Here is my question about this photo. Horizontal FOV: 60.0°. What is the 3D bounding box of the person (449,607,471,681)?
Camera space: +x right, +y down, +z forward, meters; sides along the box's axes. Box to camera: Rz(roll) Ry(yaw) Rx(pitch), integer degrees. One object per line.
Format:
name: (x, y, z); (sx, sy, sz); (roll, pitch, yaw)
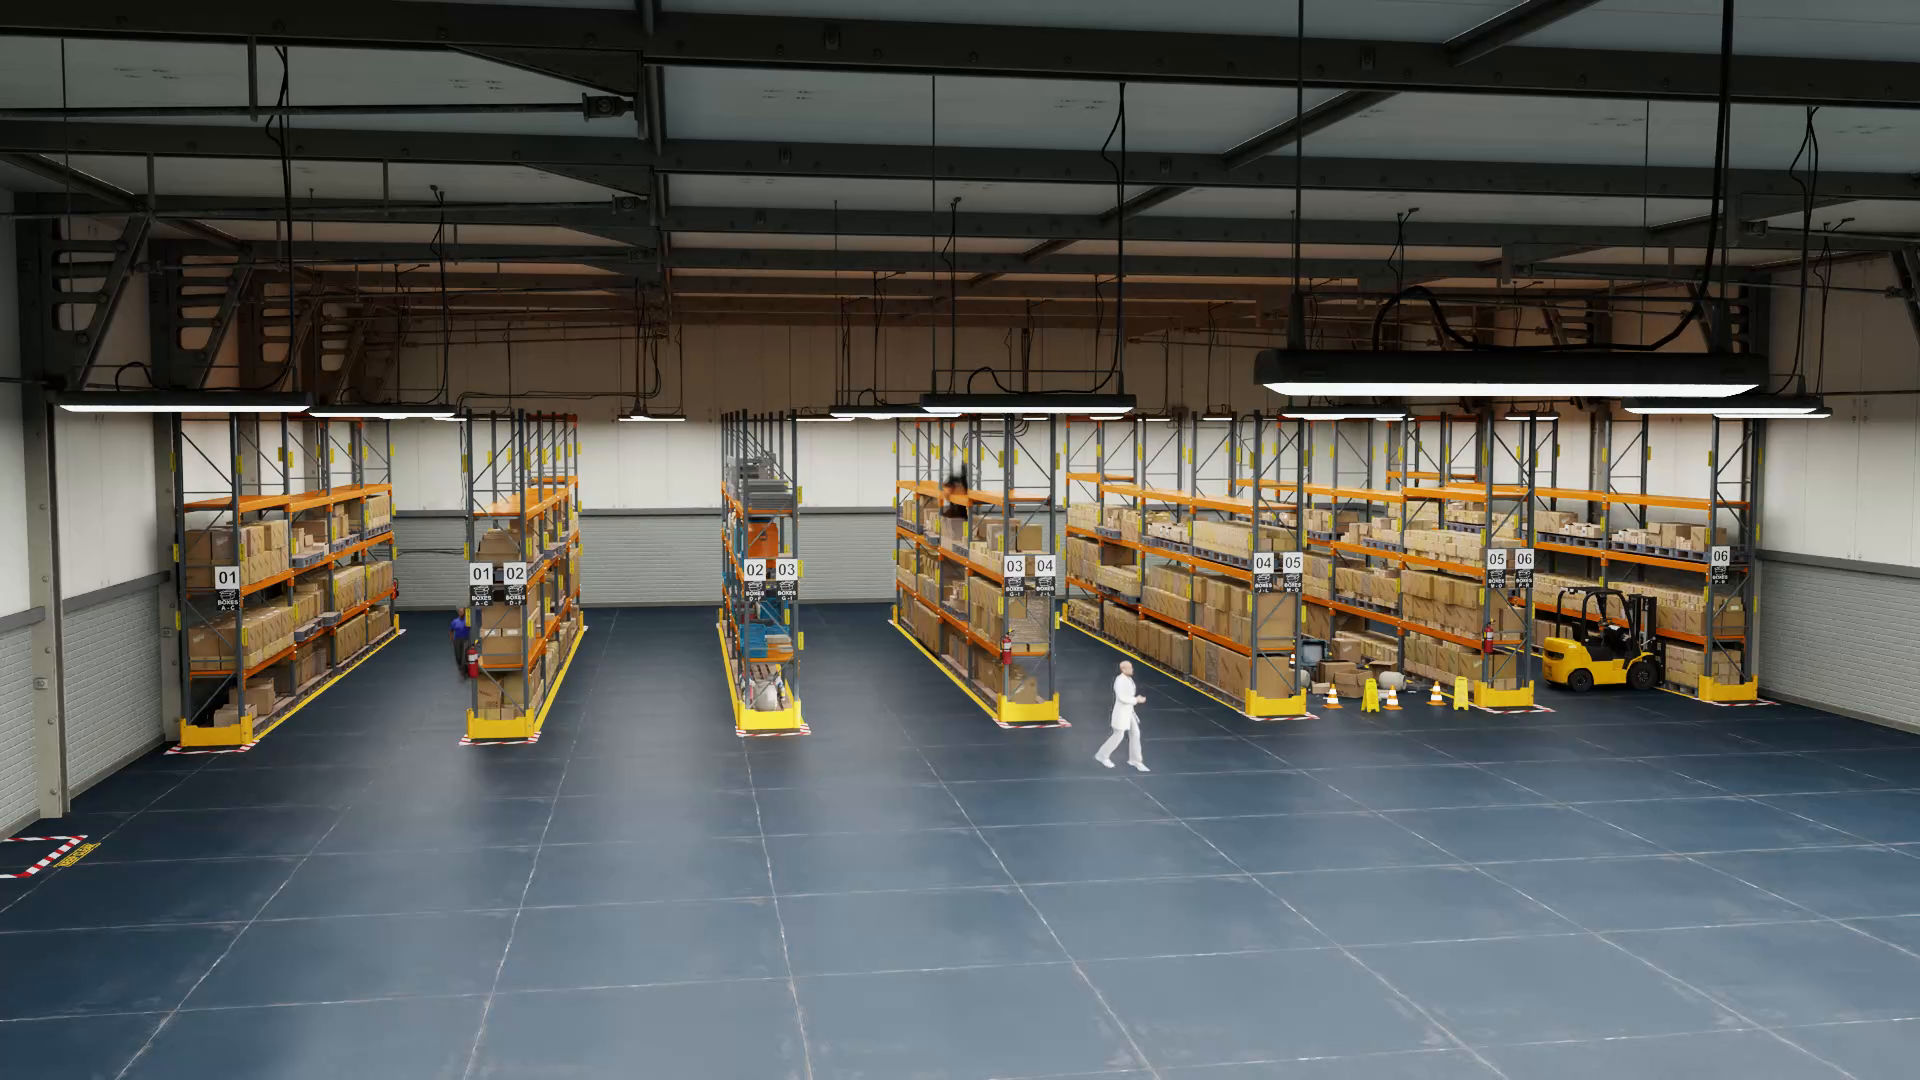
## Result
person: (-11.182, 2.321, 37.414); (0.584, 1.628, 0.668); (-1, 4, -11)

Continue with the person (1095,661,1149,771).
person: (2.685, 2.913, 27.536); (0.887, 1.842, 0.736); (1, 4, 20)
